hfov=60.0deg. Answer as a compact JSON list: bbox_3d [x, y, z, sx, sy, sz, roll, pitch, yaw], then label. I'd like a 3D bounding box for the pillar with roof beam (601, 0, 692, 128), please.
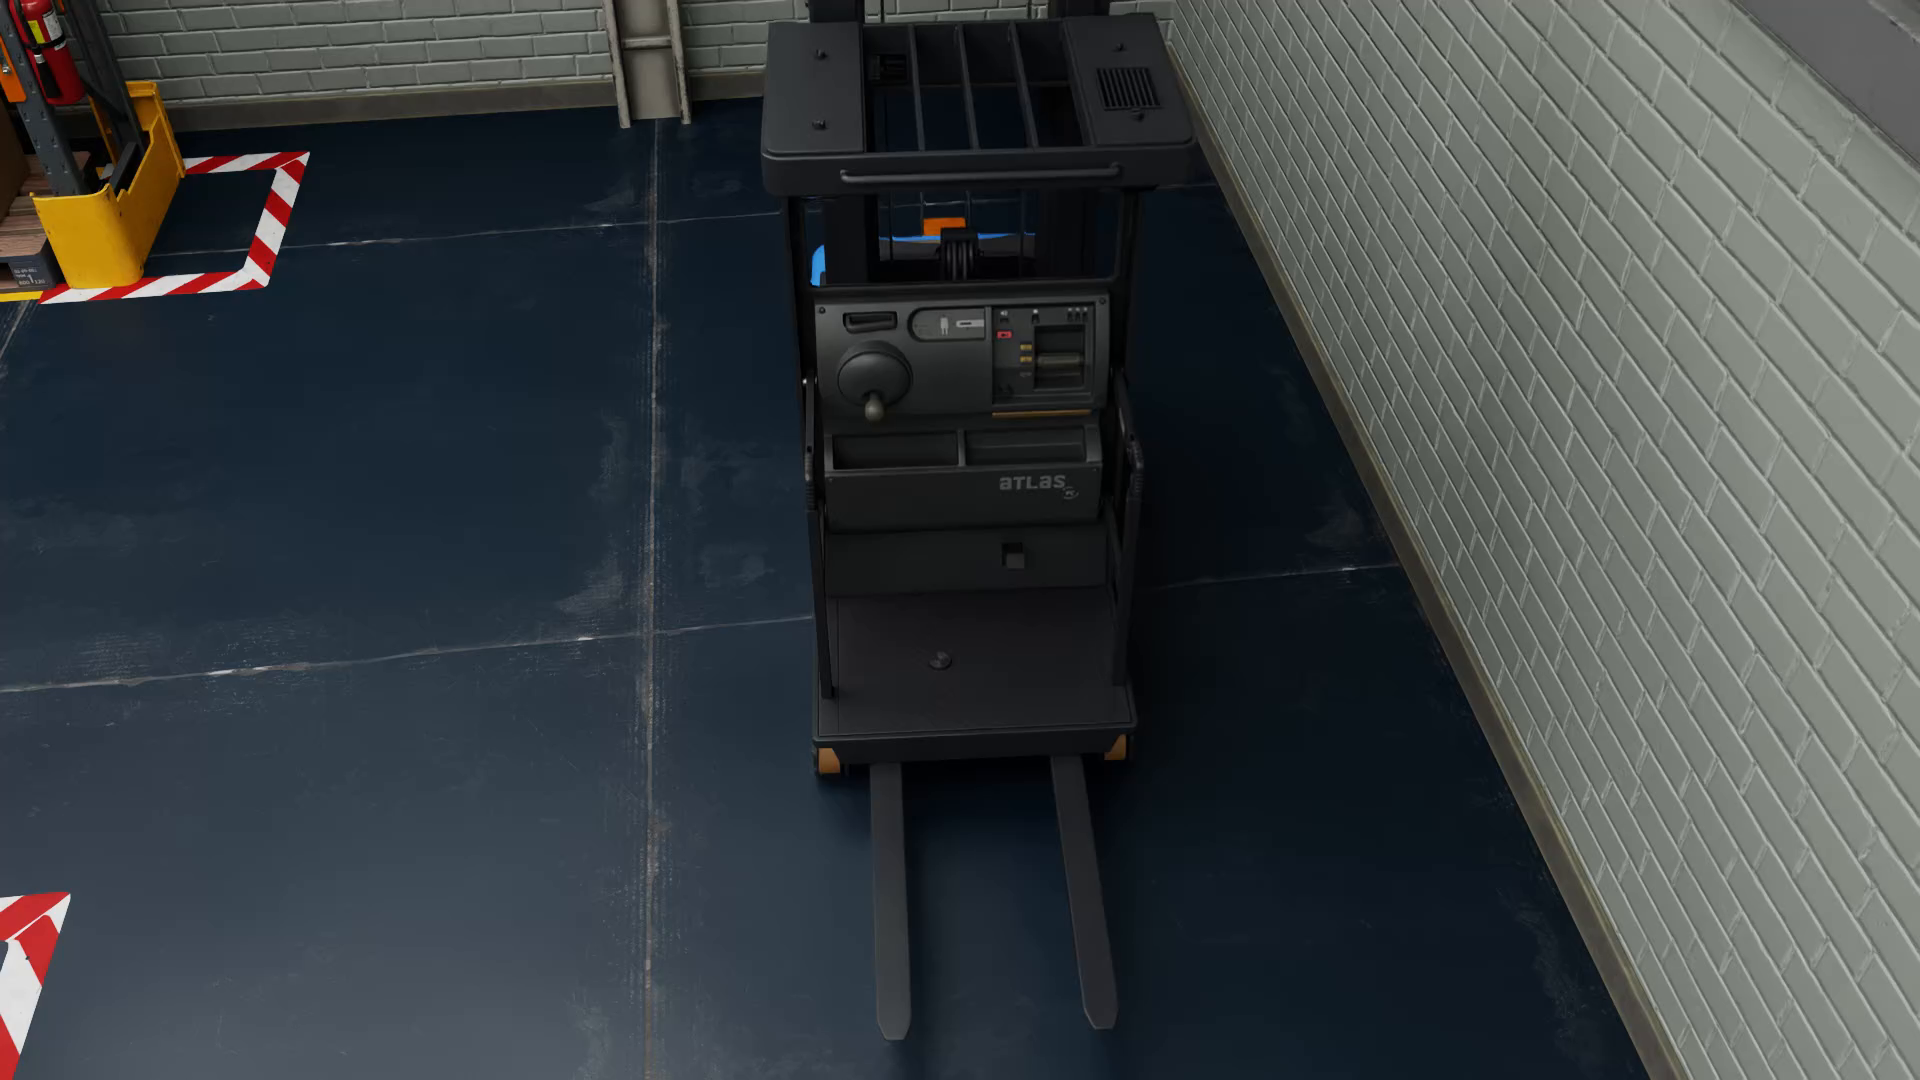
[{"bbox_3d":[-1.165,-2.908,3.255,0.400,9.000,9.100,-5,42,-6],"label":"pillar with roof beam"}]

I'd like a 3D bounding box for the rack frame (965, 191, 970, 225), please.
[{"bbox_3d":[0.030,-0.975,6.933,0.006,1.200,0.240,-2,42,-3],"label":"rack frame"}]

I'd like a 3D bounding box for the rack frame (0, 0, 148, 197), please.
[{"bbox_3d":[-4.288,-2.730,7.537,0.127,3.000,1.000,-5,42,-6],"label":"rack frame"}]

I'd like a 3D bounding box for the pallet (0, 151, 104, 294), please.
[{"bbox_3d":[-5.071,-1.573,8.337,1.213,0.211,1.003,-5,42,-6],"label":"pallet"}]

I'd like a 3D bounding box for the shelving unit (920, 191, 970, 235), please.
[{"bbox_3d":[-0.061,-0.971,6.929,0.189,1.200,0.258,-2,42,-3],"label":"shelving unit"}]

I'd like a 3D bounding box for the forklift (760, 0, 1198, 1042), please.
[{"bbox_3d":[0.025,-0.499,5.115,1.130,2.935,3.031,-2,42,-3],"label":"forklift"}]

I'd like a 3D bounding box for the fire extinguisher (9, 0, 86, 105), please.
[{"bbox_3d":[-4.078,-2.269,7.363,0.183,0.674,0.296,-5,42,-6],"label":"fire extinguisher"}]

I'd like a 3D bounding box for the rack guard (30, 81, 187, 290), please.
[{"bbox_3d":[-4.264,-1.804,8.377,0.348,0.500,1.175,-5,42,-6],"label":"rack guard"}]

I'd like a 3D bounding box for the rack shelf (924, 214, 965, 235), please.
[{"bbox_3d":[-0.061,-1.207,6.719,0.180,0.103,0.258,-2,42,-3],"label":"rack shelf"}]

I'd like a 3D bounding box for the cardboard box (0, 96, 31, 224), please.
[{"bbox_3d":[-4.969,-1.831,8.093,0.500,0.500,0.700,-5,42,-6],"label":"cardboard box"}]

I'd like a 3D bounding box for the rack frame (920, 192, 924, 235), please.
[{"bbox_3d":[-0.152,-0.967,6.925,0.006,1.200,0.240,-2,42,-3],"label":"rack frame"}]

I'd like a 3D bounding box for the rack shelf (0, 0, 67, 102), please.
[{"bbox_3d":[-6.271,-2.289,7.586,4.000,0.370,1.077,-5,42,-6],"label":"rack shelf"}]
